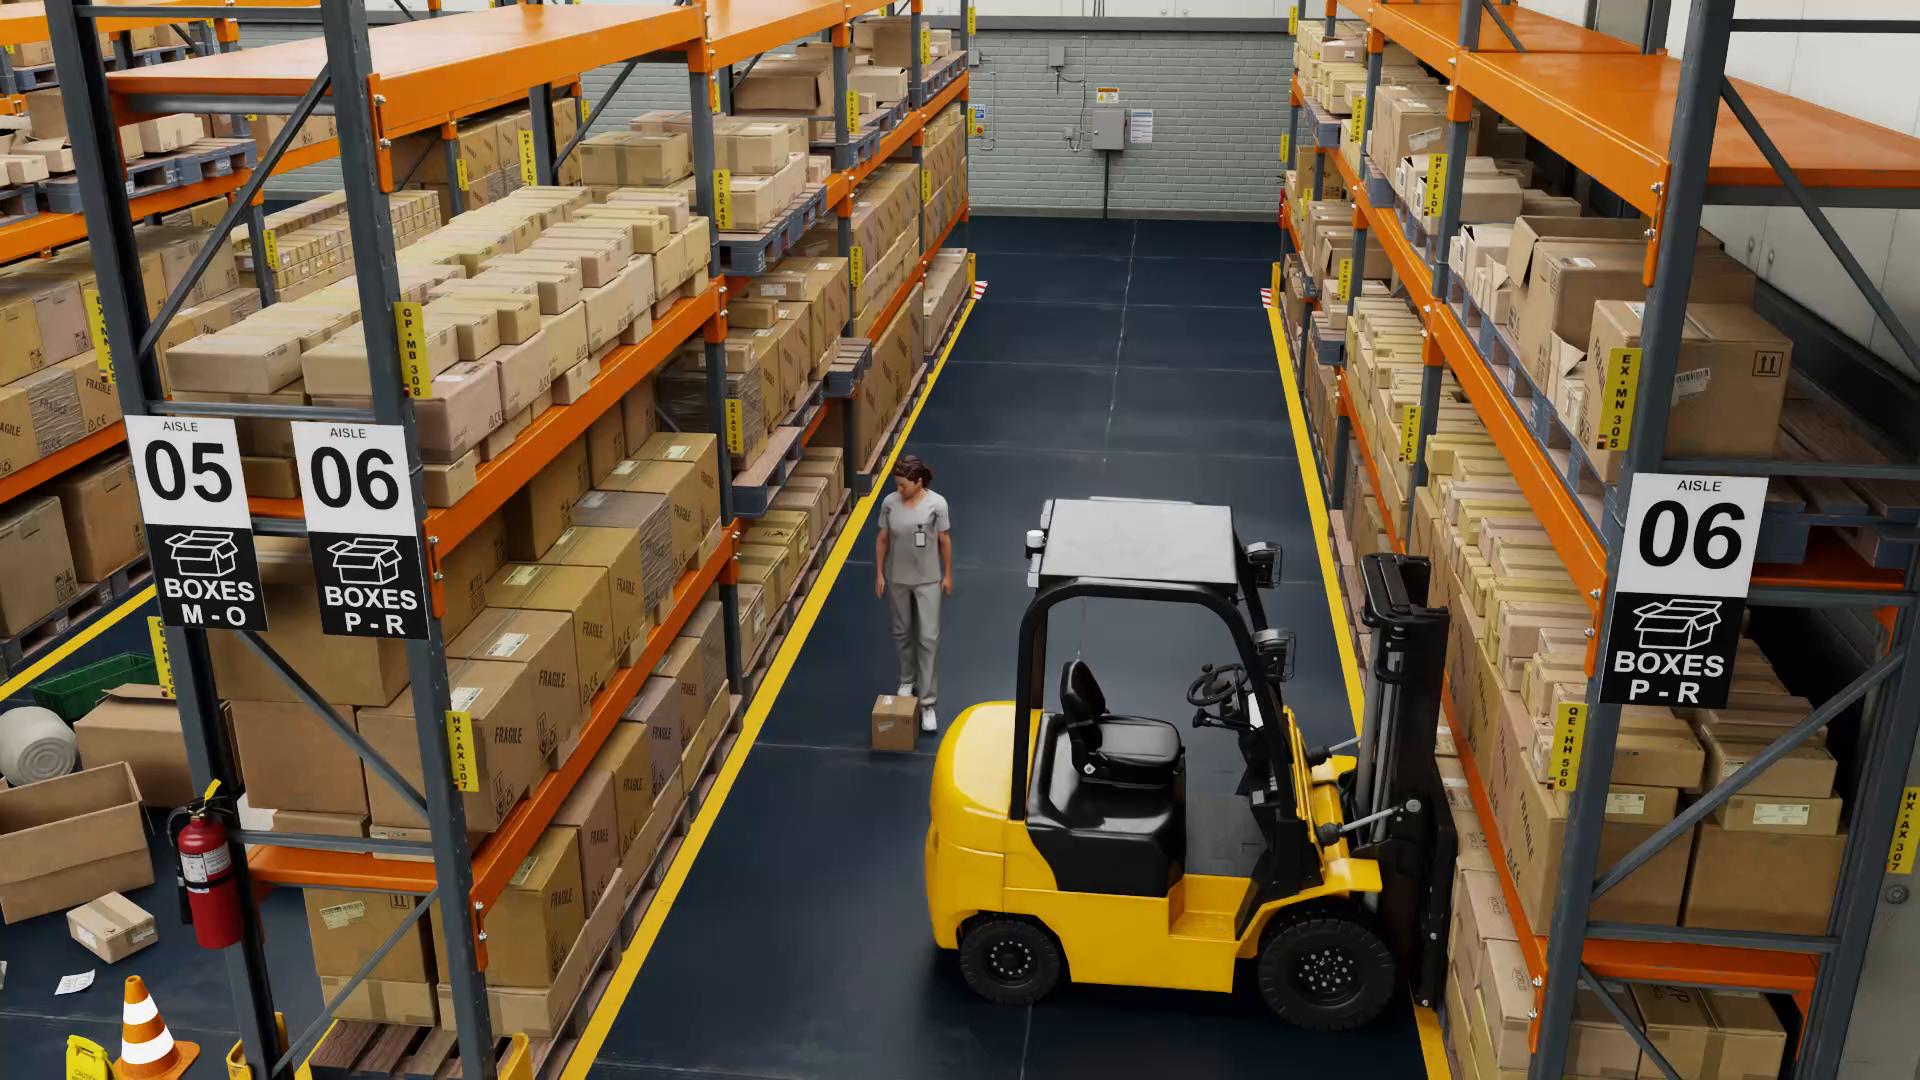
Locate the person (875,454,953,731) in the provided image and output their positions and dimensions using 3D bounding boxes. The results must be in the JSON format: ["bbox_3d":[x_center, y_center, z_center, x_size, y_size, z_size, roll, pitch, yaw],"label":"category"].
[{"bbox_3d":[-0.316,0.286,10.298,0.489,1.663,0.663,5,22,13],"label":"person"}]
